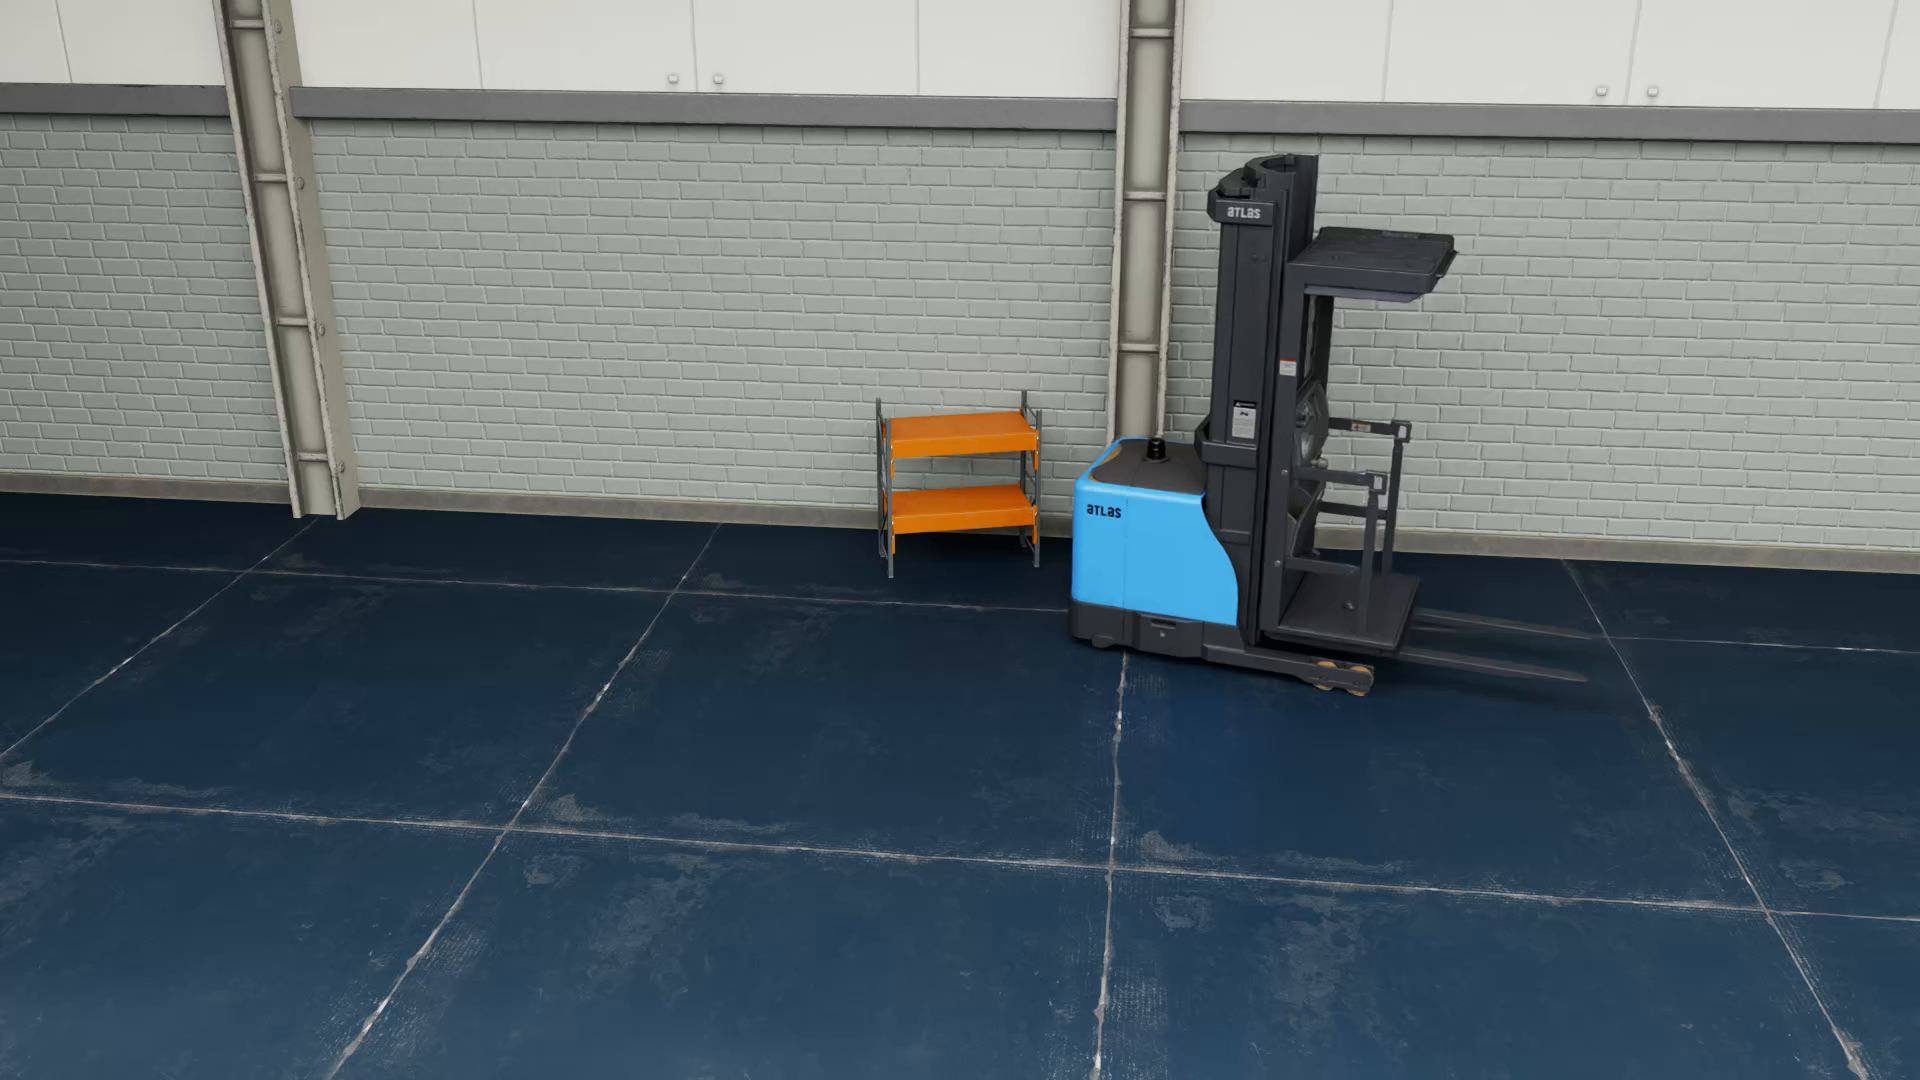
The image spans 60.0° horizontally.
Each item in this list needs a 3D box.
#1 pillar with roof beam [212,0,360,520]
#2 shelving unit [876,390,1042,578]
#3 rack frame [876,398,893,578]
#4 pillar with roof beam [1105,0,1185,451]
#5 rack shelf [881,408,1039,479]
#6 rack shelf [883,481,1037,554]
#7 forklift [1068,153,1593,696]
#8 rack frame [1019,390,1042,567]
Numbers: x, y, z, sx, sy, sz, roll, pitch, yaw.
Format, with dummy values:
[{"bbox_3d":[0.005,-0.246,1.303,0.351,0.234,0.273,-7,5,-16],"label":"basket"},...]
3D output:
[{"bbox_3d":[-5.251,-2.828,6.852,0.400,9.000,9.100,2,22,6],"label":"pillar with roof beam"},{"bbox_3d":[-0.014,-0.390,11.397,1.048,1.125,0.538,-4,22,-10],"label":"shelving unit"},{"bbox_3d":[-0.514,-0.356,11.309,0.032,1.125,0.500,-4,22,-10],"label":"rack frame"},{"bbox_3d":[0.707,-2.568,6.196,0.400,9.000,9.100,2,22,6],"label":"pillar with roof beam"},{"bbox_3d":[-0.014,-0.662,11.289,1.000,0.278,0.538,-4,22,-10],"label":"rack shelf"},{"bbox_3d":[-0.014,-0.163,11.487,1.000,0.278,0.538,-4,22,-10],"label":"rack shelf"},{"bbox_3d":[2.238,-0.682,9.677,3.031,2.935,1.130,8,23,20],"label":"forklift"},{"bbox_3d":[0.486,-0.425,11.484,0.032,1.125,0.500,-4,22,-10],"label":"rack frame"}]
